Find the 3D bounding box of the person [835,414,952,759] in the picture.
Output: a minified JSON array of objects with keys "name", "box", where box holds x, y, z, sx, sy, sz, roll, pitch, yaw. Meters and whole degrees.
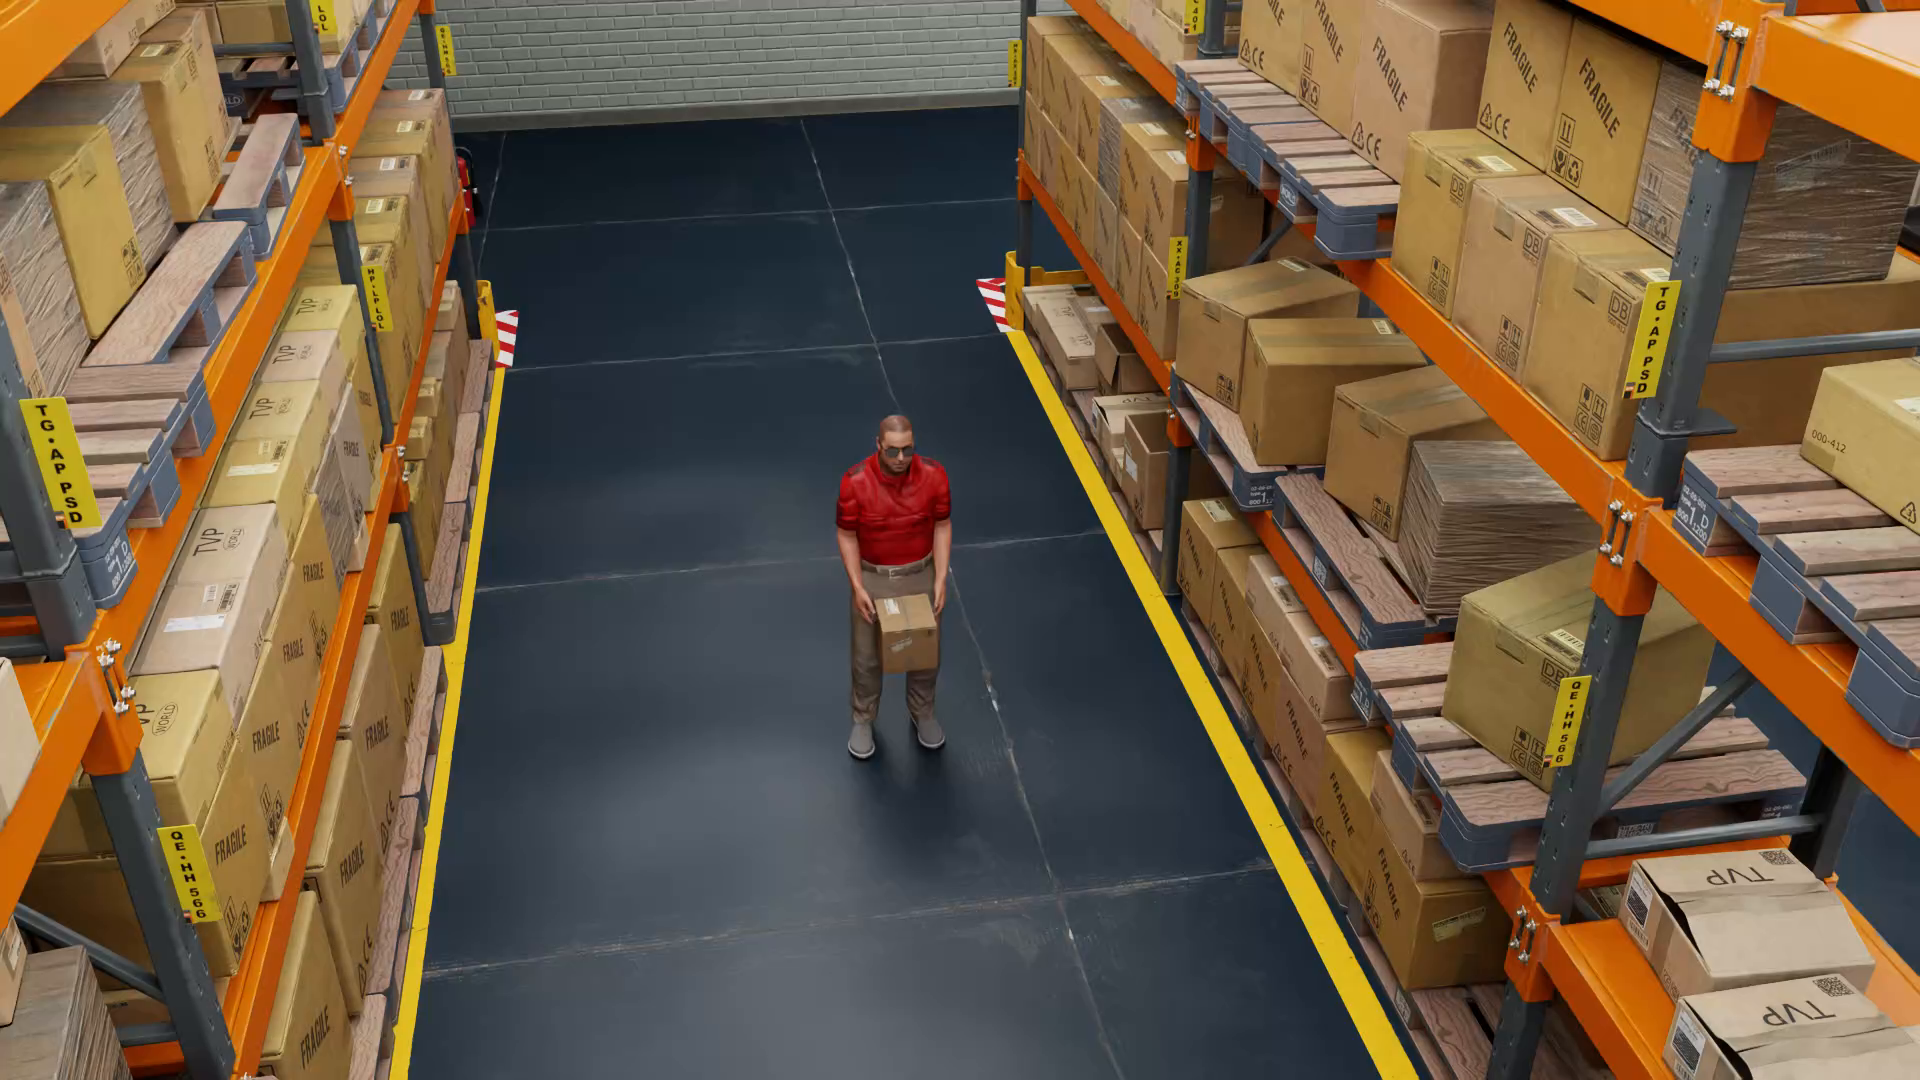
[{"name":"person","box":[-0.295,0.209,7.789,0.543,1.733,0.418,-6,31,-10]}]
